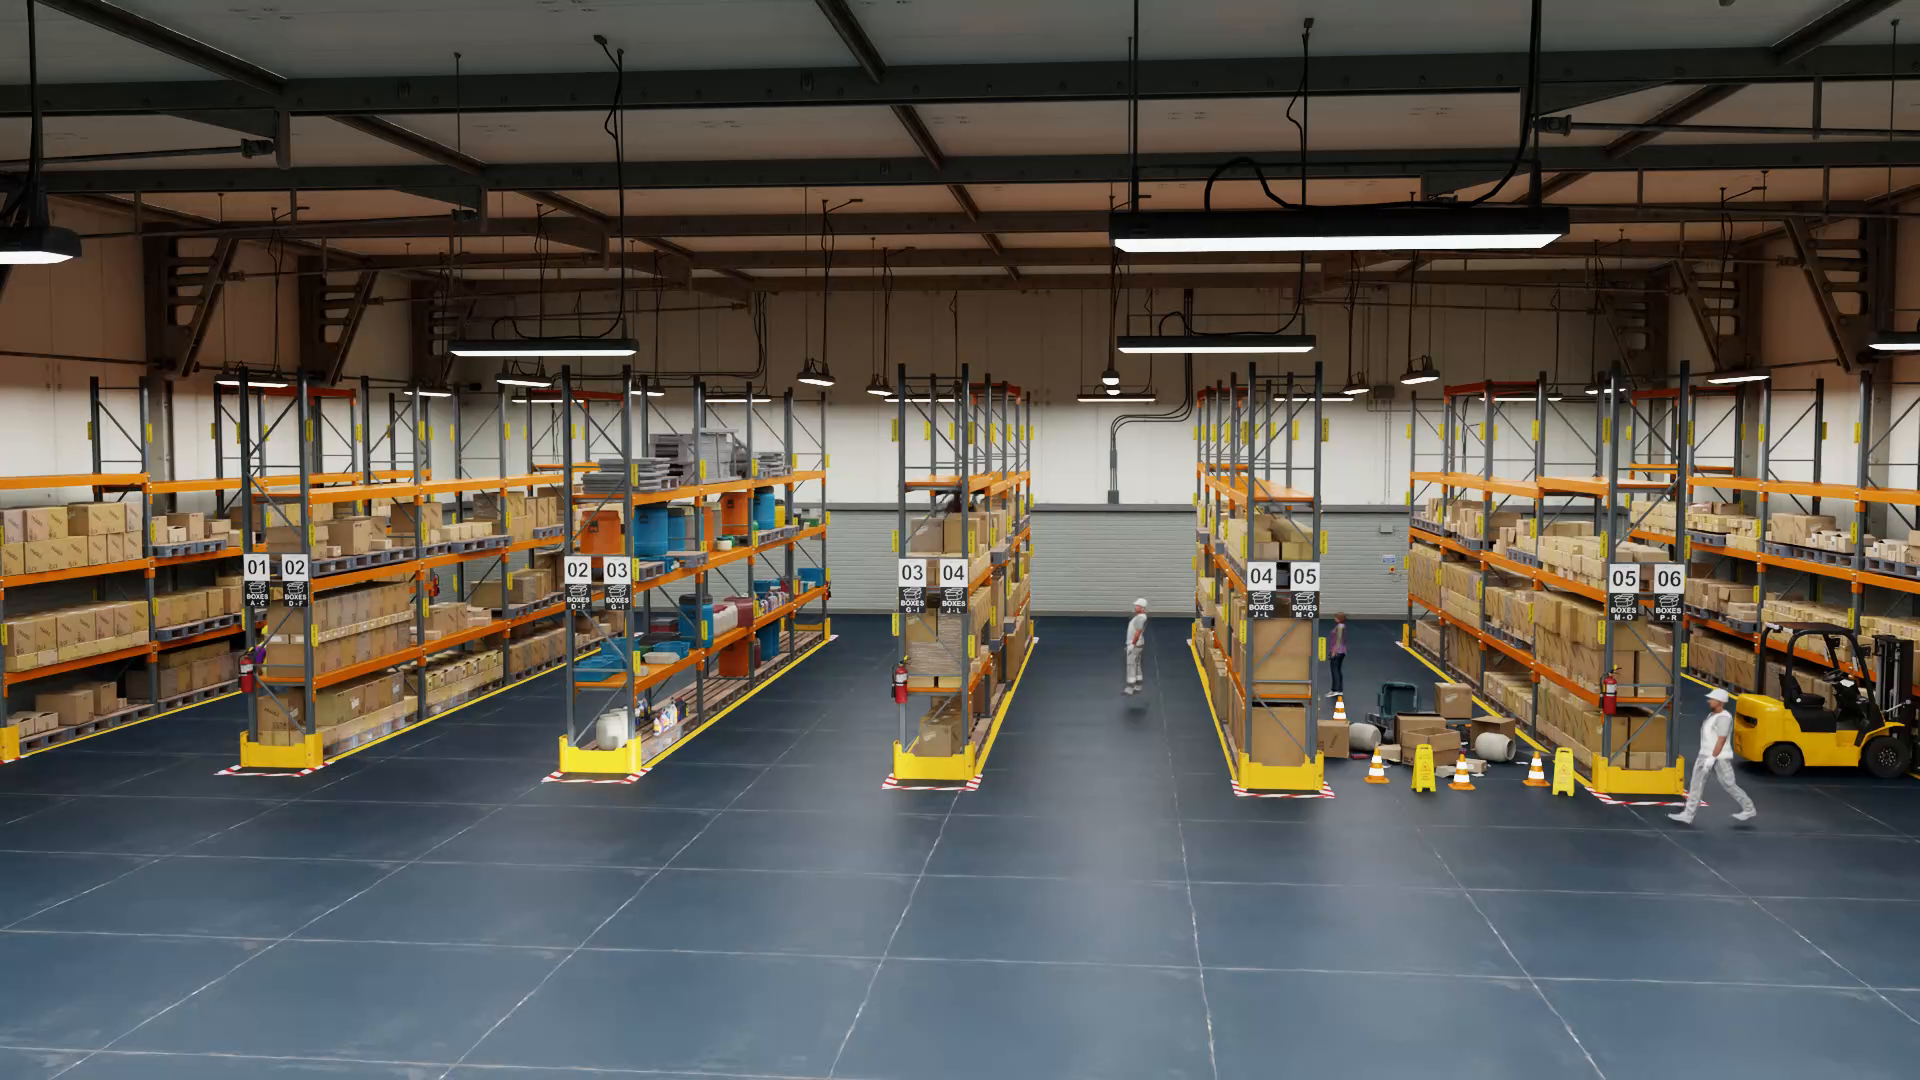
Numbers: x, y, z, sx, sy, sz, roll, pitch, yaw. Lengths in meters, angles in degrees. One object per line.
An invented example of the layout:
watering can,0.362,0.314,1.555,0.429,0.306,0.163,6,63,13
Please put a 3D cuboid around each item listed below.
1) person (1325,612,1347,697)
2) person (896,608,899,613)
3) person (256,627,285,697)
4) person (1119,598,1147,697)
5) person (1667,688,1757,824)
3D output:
person,7.200,2.176,31.789,0.358,1.610,0.504,3,5,36
person,-1.141,1.901,35.600,0.459,1.616,1.041,0,4,5
person,-11.597,2.334,28.016,0.592,1.760,0.611,2,4,34
person,3.172,1.961,30.351,0.510,1.780,0.630,1,4,19
person,9.650,2.770,21.219,1.058,1.751,0.505,-1,4,-13
